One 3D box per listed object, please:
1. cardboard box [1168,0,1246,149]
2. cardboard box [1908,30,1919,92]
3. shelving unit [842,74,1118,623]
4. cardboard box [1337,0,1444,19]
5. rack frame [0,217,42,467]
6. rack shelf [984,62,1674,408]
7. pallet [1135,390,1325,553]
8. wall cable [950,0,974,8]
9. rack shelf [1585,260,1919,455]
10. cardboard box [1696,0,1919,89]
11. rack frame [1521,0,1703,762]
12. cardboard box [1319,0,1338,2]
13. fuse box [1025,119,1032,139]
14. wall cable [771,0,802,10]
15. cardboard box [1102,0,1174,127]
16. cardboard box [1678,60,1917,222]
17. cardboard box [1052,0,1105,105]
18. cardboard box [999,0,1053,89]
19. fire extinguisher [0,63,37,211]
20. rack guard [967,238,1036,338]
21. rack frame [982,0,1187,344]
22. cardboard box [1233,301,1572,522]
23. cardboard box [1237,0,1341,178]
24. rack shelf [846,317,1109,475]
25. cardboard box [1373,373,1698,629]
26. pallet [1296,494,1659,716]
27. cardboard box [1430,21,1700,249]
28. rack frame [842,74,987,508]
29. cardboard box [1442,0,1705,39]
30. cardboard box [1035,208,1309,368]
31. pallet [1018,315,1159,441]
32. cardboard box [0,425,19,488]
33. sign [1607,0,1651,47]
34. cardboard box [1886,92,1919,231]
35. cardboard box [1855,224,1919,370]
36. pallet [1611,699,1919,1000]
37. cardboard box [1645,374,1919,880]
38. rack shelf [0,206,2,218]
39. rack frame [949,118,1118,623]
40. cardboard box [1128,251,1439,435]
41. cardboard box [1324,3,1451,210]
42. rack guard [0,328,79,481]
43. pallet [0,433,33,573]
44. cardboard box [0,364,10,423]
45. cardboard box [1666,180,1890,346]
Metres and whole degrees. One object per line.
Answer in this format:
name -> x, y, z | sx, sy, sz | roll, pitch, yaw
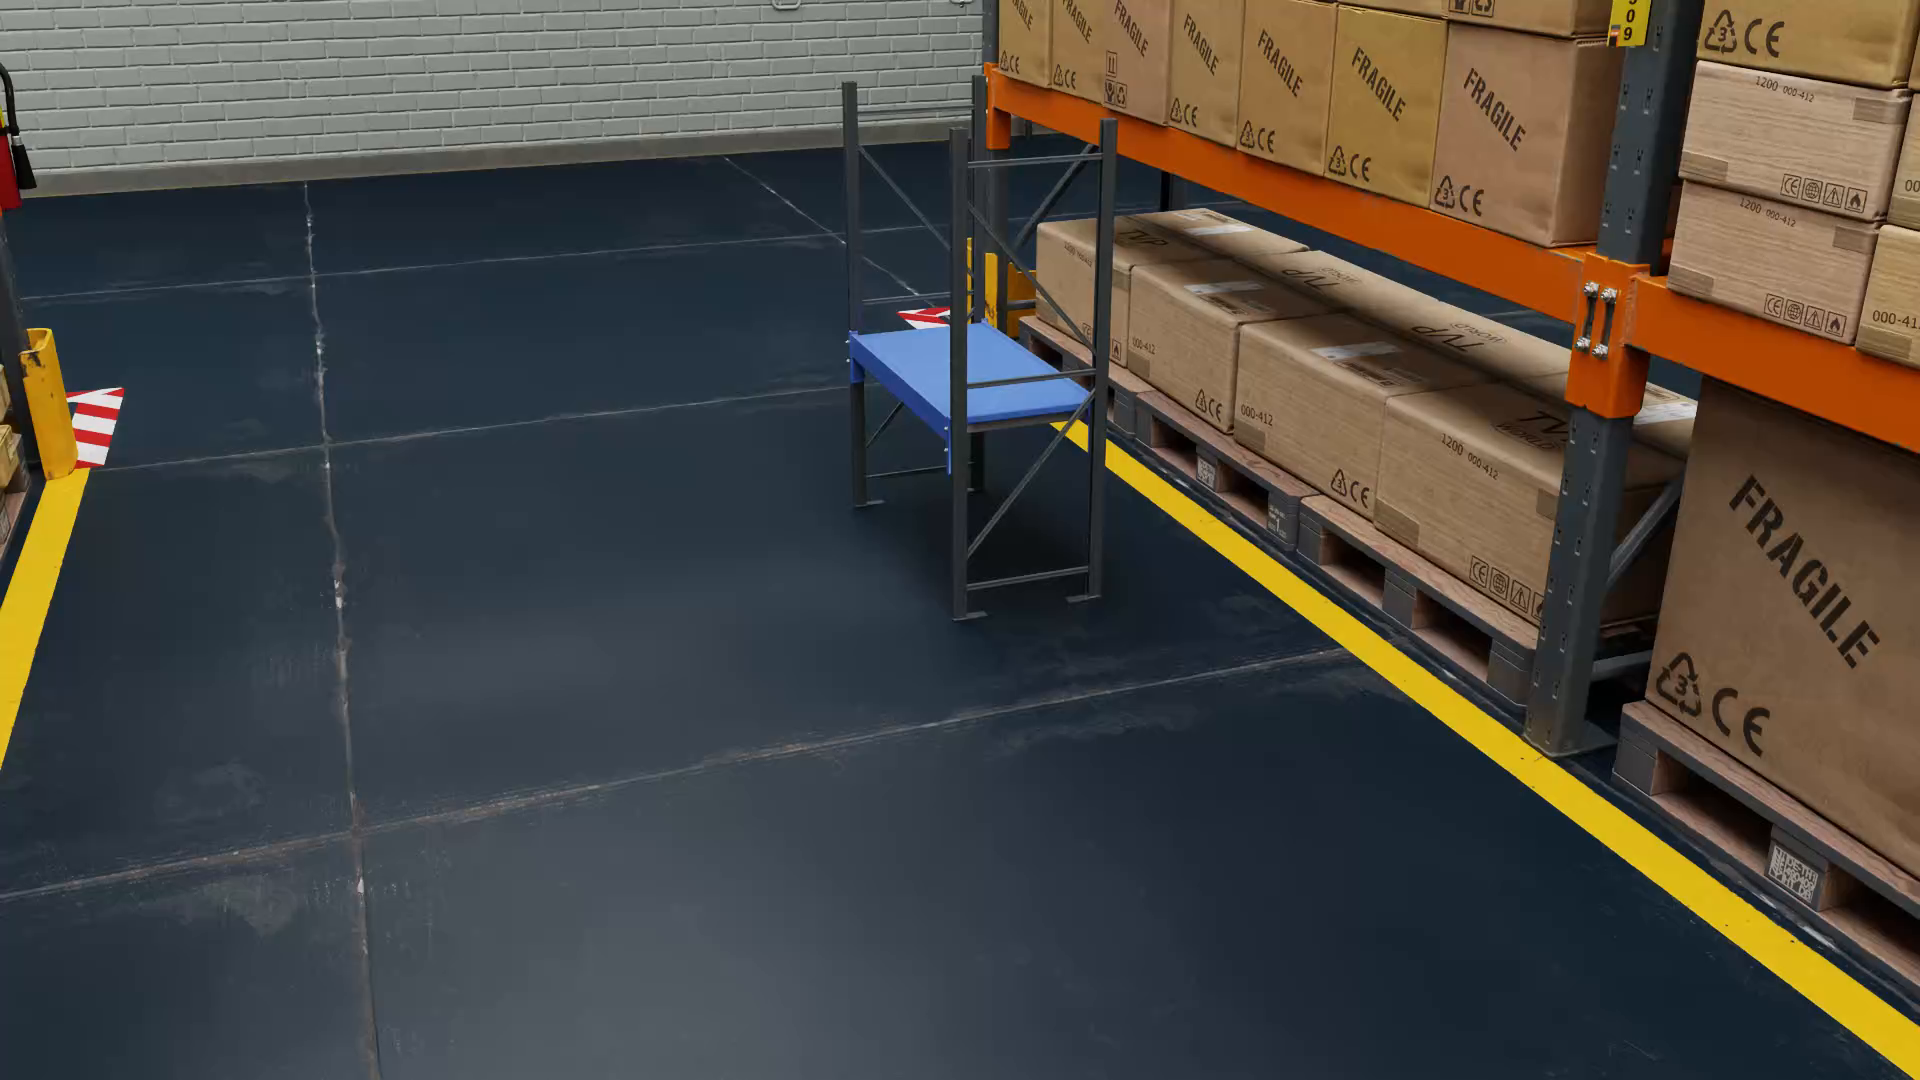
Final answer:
cardboard box -> 1.047, -1.630, 5.625 | 0.500, 0.500, 0.500 | -8, 24, -17
cardboard box -> 2.091, -1.017, 2.885 | 0.500, 0.500, 0.500 | -8, 24, -19
shelving unit -> 0.030, -0.660, 5.385 | 0.538, 1.500, 1.048 | -8, 24, -19
cardboard box -> 1.402, -1.717, 4.545 | 0.500, 0.500, 0.500 | -9, 24, -20
rack frame -> -4.009, -1.628, 5.751 | 1.000, 3.000, 0.127 | -8, 24, -19
rack shelf -> 1.293, -1.286, 5.865 | 1.077, 0.370, 4.000 | -8, 24, -19
pallet -> 1.369, -0.337, 6.278 | 1.003, 0.211, 1.213 | -8, 24, -19
wall cable -> -0.105, -5.057, 12.578 | 0.588, 1.984, 0.122 | -8, 24, -19
rack shelf -> 2.706, 0.167, 2.417 | 1.077, 0.370, 4.000 | -8, 24, -19
cardboard box -> 1.886, -1.198, 3.315 | 0.500, 0.500, 0.500 | -8, 24, -18
rack frame -> 1.999, -0.891, 4.001 | 1.000, 3.000, 0.127 | -8, 24, -19
cardboard box -> 1.214, -1.900, 4.981 | 0.500, 0.500, 0.500 | -8, 24, -18
fuse box -> 0.589, -4.031, 13.111 | 0.539, 1.711, 0.414 | -8, 24, -19
wall cable -> -1.428, -4.872, 12.100 | 0.585, 1.953, 0.123 | -8, 24, -19
cardboard box -> 0.855, -1.809, 6.052 | 0.500, 0.500, 0.500 | -8, 24, -19
cardboard box -> 1.891, -0.854, 3.462 | 0.500, 0.250, 0.500 | -9, 24, -21
cardboard box -> 0.692, -1.997, 6.496 | 0.500, 0.500, 0.500 | -9, 24, -20
cardboard box -> 0.487, -2.176, 6.923 | 0.500, 0.500, 0.500 | -9, 24, -19
fire extinguisher -> -3.666, -1.576, 6.206 | 0.296, 0.674, 0.183 | -8, 24, -19
rack guard -> 0.578, -1.201, 7.956 | 1.175, 0.500, 0.348 | -8, 24, -19
rack frame -> 0.586, -2.344, 7.450 | 1.000, 3.000, 0.127 | -8, 24, -19
cardboard box -> 1.561, -0.472, 5.765 | 0.875, 0.438, 0.875 | -9, 25, -21
cardboard box -> 1.218, -1.437, 5.169 | 0.500, 0.500, 0.500 | -9, 24, -20
rack shelf -> 0.030, -0.494, 5.455 | 0.538, 0.185, 1.000 | -8, 24, -19
cardboard box -> 1.878, -0.147, 4.994 | 0.875, 0.438, 0.875 | -9, 24, -20
pallet -> 1.804, 0.107, 5.224 | 1.003, 0.211, 1.213 | -8, 24, -19
cardboard box -> 1.596, -1.070, 4.299 | 0.500, 0.500, 0.500 | -8, 24, -19
rack frame -> -0.149, -0.845, 5.823 | 0.500, 1.500, 0.032 | -8, 24, -19
cardboard box -> 1.574, -1.531, 4.105 | 0.500, 0.500, 0.500 | -9, 24, -19
cardboard box -> 0.913, -1.131, 7.329 | 0.875, 0.438, 0.875 | -9, 25, -21
pallet -> 0.942, -0.779, 7.328 | 1.003, 0.211, 1.213 | -8, 24, -19
cardboard box -> -3.443, -0.266, 5.649 | 0.380, 0.149, 0.250 | -8, 24, -17
sign -> 1.480, -1.250, 3.636 | 0.100, 0.325, 0.005 | -8, 24, -19
cardboard box -> 2.101, -0.668, 3.022 | 0.500, 0.250, 0.500 | -8, 24, -18
cardboard box -> 2.092, -0.438, 3.120 | 0.500, 0.250, 0.500 | -9, 24, -20
pallet -> 2.342, 0.664, 3.902 | 1.003, 0.211, 1.213 | -8, 24, -19
cardboard box -> 2.293, 0.109, 3.824 | 0.875, 0.875, 0.875 | -8, 24, -17
rack shelf -> -3.303, -0.570, 4.167 | 1.077, 0.370, 4.000 | -8, 24, -19
rack frame -> 0.210, -0.475, 4.947 | 0.500, 1.500, 0.032 | -8, 24, -19
cardboard box -> 1.244, -0.800, 6.543 | 0.875, 0.438, 0.875 | -8, 24, -18
cardboard box -> 1.409, -1.257, 4.740 | 0.500, 0.500, 0.500 | -9, 24, -20
rack guard -> -3.982, -0.449, 6.171 | 1.175, 0.500, 0.348 | -8, 24, -19
pallet -> -3.728, -0.016, 5.515 | 1.003, 0.211, 1.213 | -8, 24, -19
cardboard box -> -3.556, -0.493, 5.804 | 0.380, 0.149, 0.250 | -9, 24, -20
cardboard box -> 1.908, -0.626, 3.565 | 0.500, 0.250, 0.500 | -9, 24, -20
